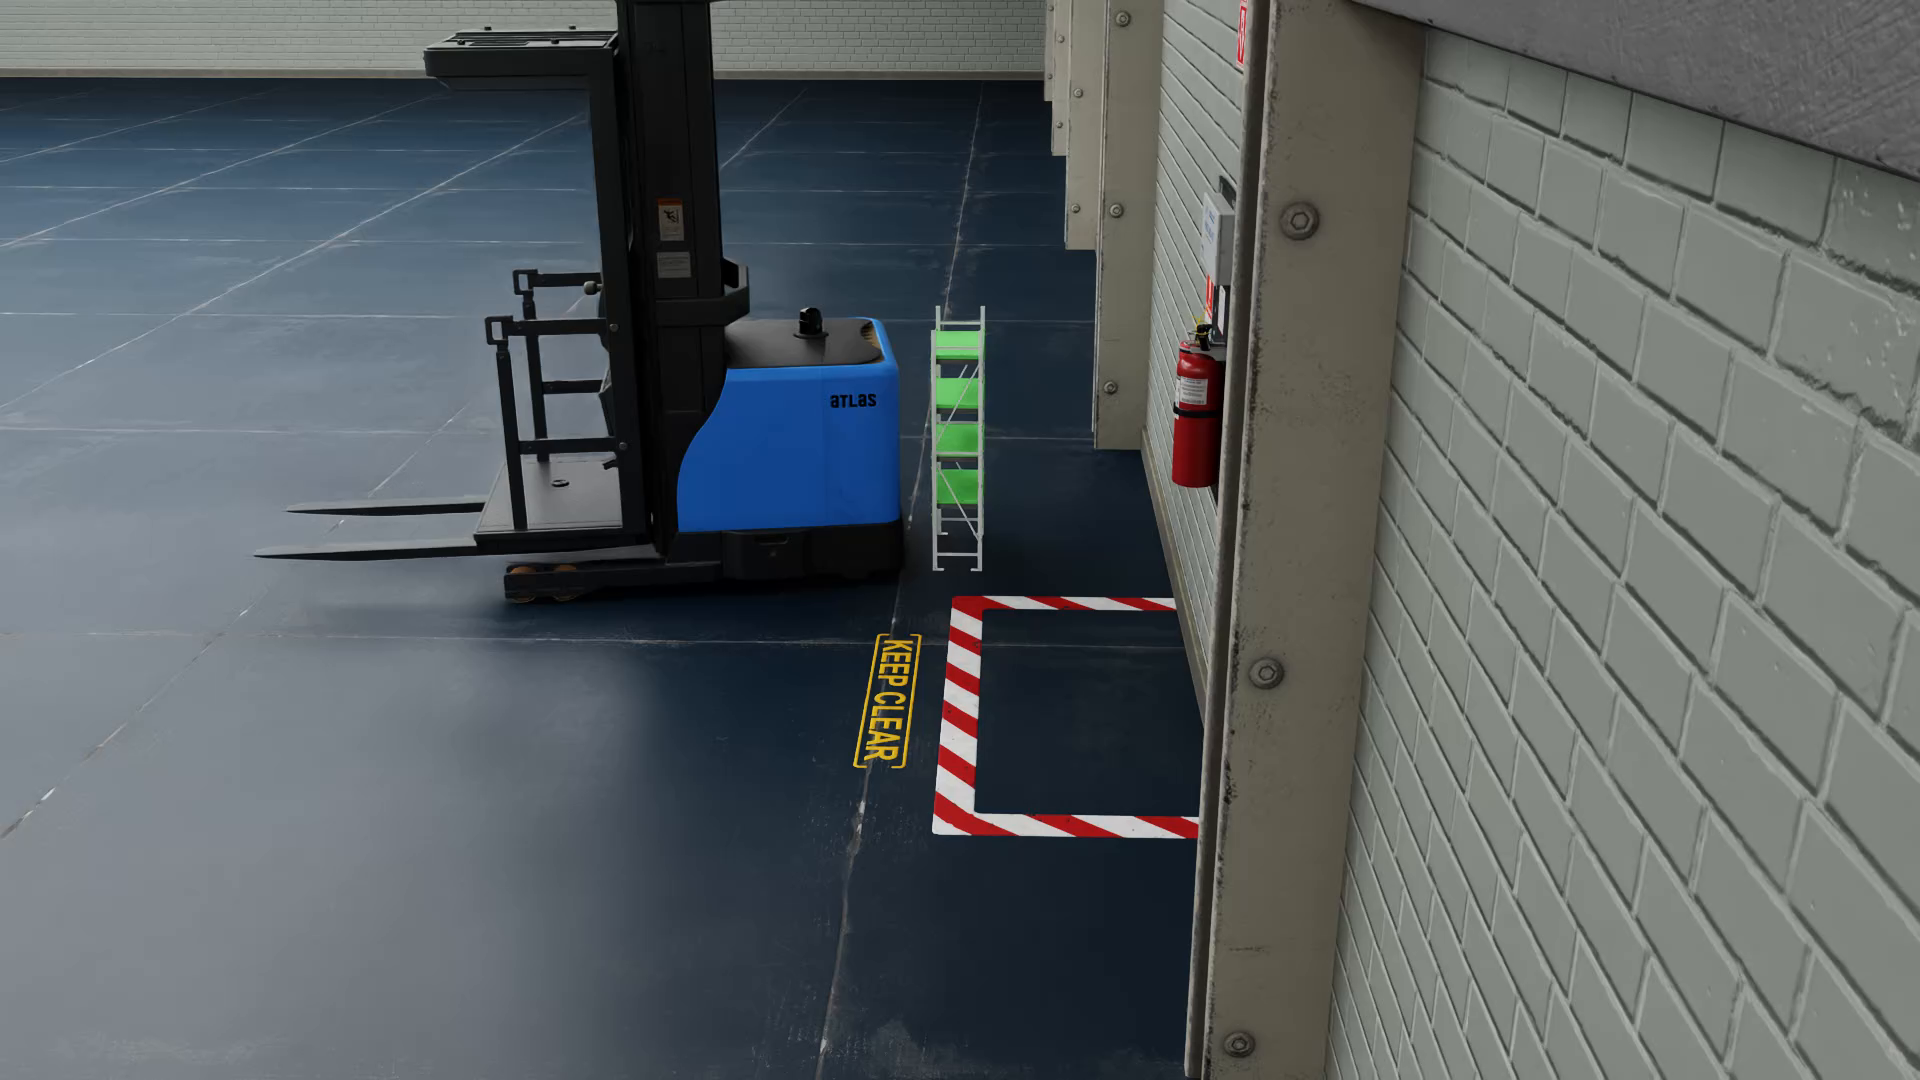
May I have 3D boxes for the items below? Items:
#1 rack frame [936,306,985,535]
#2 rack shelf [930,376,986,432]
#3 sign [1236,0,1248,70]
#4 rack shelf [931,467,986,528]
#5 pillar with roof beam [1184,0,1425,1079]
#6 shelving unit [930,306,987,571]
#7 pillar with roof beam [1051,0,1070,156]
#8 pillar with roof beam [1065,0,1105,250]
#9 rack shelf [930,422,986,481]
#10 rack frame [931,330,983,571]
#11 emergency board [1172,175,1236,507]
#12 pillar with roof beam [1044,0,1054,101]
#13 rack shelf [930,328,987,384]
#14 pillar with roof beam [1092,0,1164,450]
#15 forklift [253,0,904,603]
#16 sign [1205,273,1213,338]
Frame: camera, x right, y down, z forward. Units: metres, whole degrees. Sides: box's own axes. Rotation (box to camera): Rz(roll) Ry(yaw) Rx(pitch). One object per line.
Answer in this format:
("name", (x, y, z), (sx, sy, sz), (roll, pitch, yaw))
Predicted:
("rack frame", (0.002, -0.588, 8.385), (0.240, 1.200, 0.015), (1, 21, 2))
("rack shelf", (-0.005, -0.664, 8.094), (0.258, 0.148, 0.480), (1, 21, 2))
("sign", (0.996, -1.817, 5.862), (0.001, 0.298, 0.199), (1, 21, 2))
("rack shelf", (-0.005, -0.216, 8.268), (0.258, 0.148, 0.480), (1, 21, 2))
("pillar with roof beam", (-3.520, -2.686, 3.011), (9.100, 9.000, 0.400), (1, 21, 2))
("shelving unit", (-0.005, -0.500, 8.158), (0.258, 1.200, 0.503), (1, 21, 2))
("pillar with roof beam", (-2.973, -9.194, 19.785), (9.100, 9.000, 0.400), (1, 21, 2))
("pillar with roof beam", (-3.155, -7.025, 14.194), (9.100, 9.000, 0.400), (1, 21, 2))
("rack shelf", (-0.005, -0.440, 8.181), (0.258, 0.148, 0.480), (1, 21, 2))
("rack frame", (-0.012, -0.411, 7.930), (0.240, 1.200, 0.015), (1, 21, 2))
("emergency board", (0.896, -0.735, 6.276), (0.194, 1.169, 0.643), (1, 21, 2))
("pillar with roof beam", (-2.790, -11.364, 25.376), (9.100, 9.000, 0.400), (1, 21, 2))
("rack shelf", (-0.005, -0.887, 8.007), (0.258, 0.148, 0.480), (1, 21, 2))
("pillar with roof beam", (-3.338, -4.855, 8.602), (9.100, 9.000, 0.400), (1, 21, 2))
("forklift", (-1.827, -1.275, 7.763), (3.031, 2.935, 1.130), (-3, 21, -7))
("sign", (1.016, -0.950, 6.782), (0.001, 0.329, 0.234), (1, 21, 2))
